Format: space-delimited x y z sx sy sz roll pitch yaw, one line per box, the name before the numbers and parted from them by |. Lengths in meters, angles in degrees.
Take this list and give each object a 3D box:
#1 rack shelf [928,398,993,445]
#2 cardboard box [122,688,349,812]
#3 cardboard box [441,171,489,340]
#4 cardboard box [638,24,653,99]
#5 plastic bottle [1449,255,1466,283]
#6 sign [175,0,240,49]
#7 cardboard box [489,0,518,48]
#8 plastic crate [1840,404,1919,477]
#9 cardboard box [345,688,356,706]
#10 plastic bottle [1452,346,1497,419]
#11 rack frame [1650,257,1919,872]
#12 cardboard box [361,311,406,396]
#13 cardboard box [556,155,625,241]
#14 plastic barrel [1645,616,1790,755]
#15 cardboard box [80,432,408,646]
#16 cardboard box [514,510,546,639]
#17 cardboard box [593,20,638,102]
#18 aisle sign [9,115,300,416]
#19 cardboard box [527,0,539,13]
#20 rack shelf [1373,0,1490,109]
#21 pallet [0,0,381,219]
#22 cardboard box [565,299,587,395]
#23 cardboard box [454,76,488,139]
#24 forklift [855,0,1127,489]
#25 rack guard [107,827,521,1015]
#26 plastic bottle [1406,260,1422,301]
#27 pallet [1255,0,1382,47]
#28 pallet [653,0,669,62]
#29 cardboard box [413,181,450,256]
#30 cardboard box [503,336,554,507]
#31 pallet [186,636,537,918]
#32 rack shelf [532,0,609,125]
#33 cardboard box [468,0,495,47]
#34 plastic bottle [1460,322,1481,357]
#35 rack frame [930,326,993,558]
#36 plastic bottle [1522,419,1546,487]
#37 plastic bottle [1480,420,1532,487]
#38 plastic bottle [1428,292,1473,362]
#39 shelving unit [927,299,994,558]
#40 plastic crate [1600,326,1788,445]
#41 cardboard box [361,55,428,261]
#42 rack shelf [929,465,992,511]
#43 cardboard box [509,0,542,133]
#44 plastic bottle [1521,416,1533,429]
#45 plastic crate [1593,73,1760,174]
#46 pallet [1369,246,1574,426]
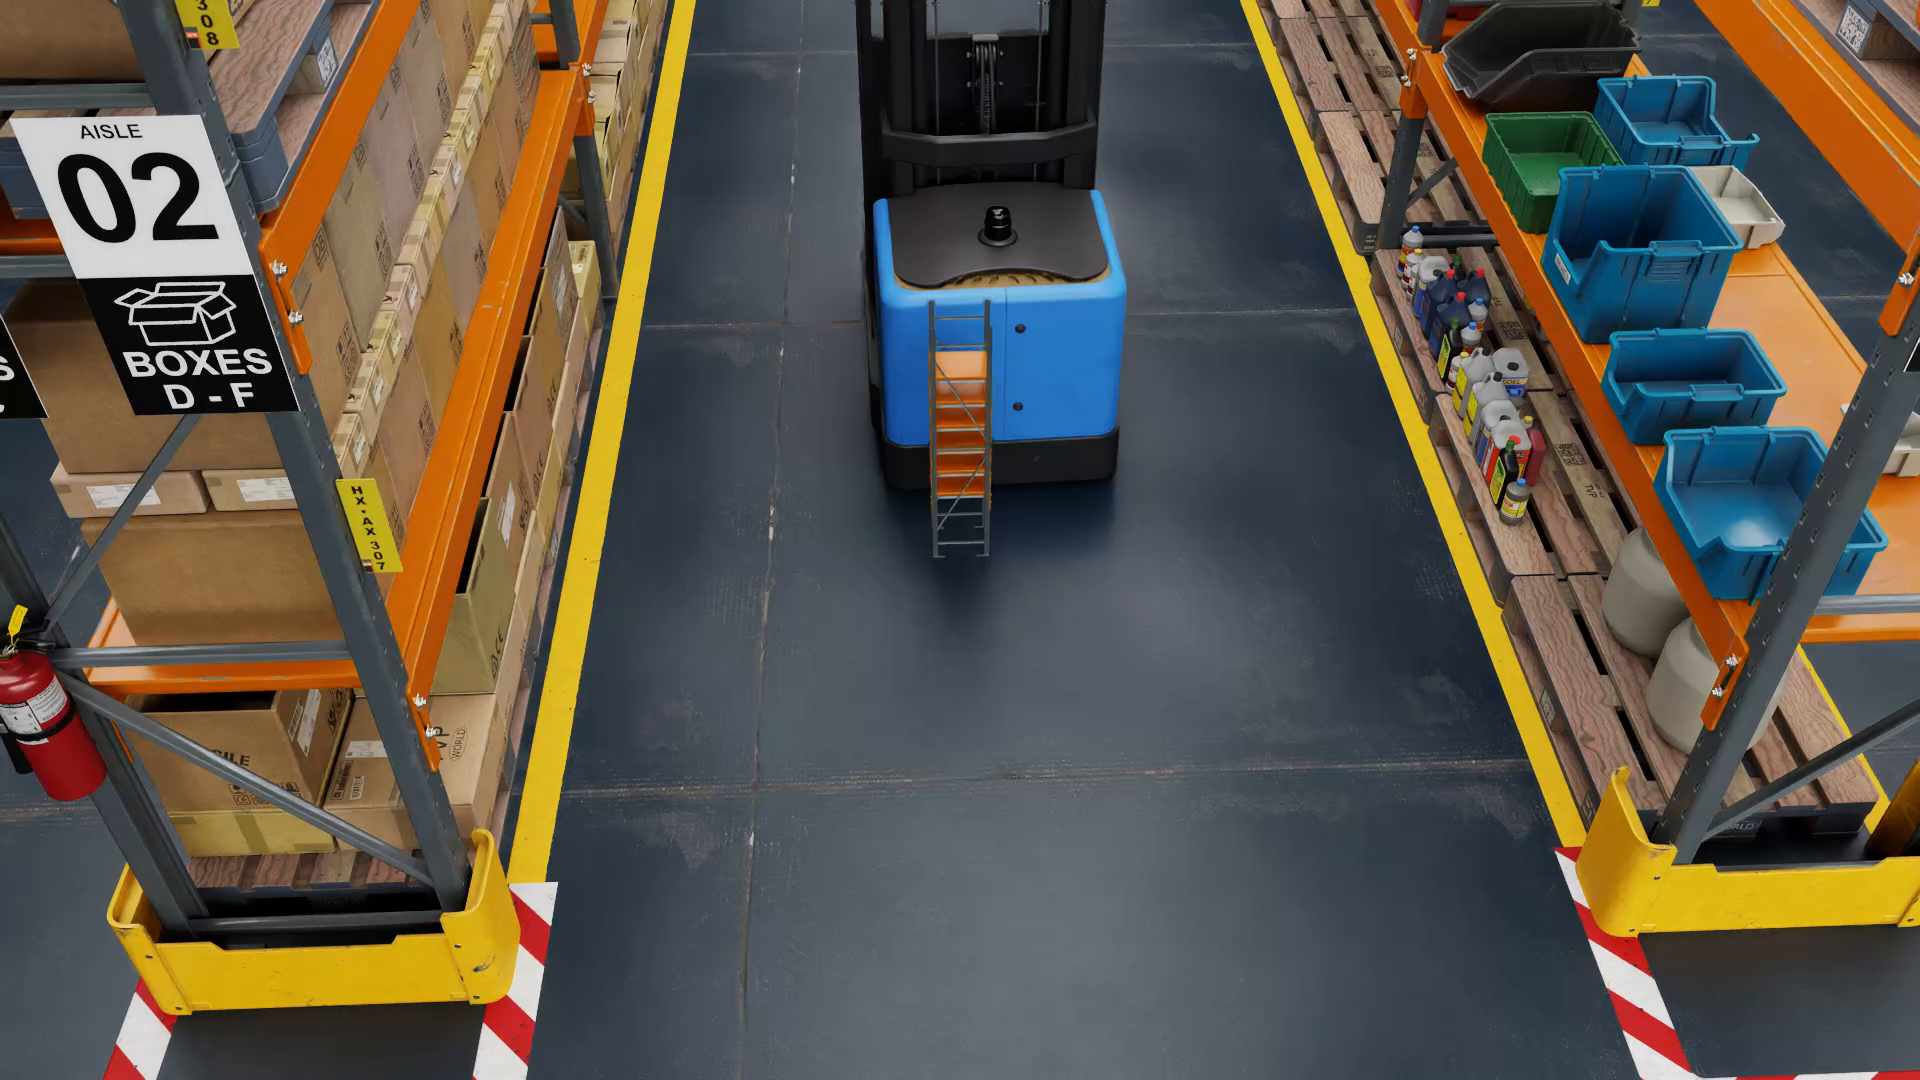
rack shelf | 0.001 -0.488 6.783 0.258 0.103 0.180 -2 43 -2
cardboard box | -2.425 0.554 5.594 0.500 0.500 0.500 -2 43 -2
cardboard box | -2.180 -1.072 6.126 0.700 0.500 0.500 0 43 -1
cardboard box | -2.110 -2.834 9.846 0.500 0.250 0.500 -1 43 -1
plastic bottle | 2.397 -1.234 8.061 0.061 0.283 0.133 -2 43 -2
sign | -1.550 -1.144 3.352 0.100 0.325 0.005 -2 43 -2
cardboard box | -2.027 -2.130 6.800 0.380 0.149 0.250 -3 43 -3
plastic crate | 3.128 -0.330 5.586 0.298 0.136 0.250 -2 43 -2
cardboard box | -2.456 0.494 6.216 0.500 0.250 0.500 -2 43 -2
plastic bottle | 2.320 -0.729 7.460 0.144 0.351 0.185 -2 43 -2
rack frame | 2.844 0.186 4.827 1.000 3.000 0.127 -2 43 -2
cardboard box | -1.929 -0.568 5.096 0.380 0.149 0.250 -1 43 -2
cardboard box | -2.044 -1.795 8.713 0.500 0.250 0.500 -3 43 -3
plastic barrel | 2.740 0.506 6.008 0.421 0.512 0.421 0 43 0
cardboard box | -2.112 -0.027 4.985 0.700 0.500 0.500 -2 43 -2
cardboard box | -1.951 0.141 6.601 0.500 0.250 0.500 -2 43 -2
cardboard box | -2.083 -2.696 9.281 0.500 0.311 0.500 -3 43 -3
aisle sign | -1.796 -0.597 3.758 0.394 0.787 0.004 -2 43 -2
cardboard box | -2.339 -2.651 8.033 0.500 0.250 0.500 1 43 1
rack shelf | 2.589 -3.600 9.489 1.077 0.370 4.000 -2 43 -2
pallet | -2.109 -1.226 4.213 1.003 0.211 1.213 -2 43 -2
cardboard box | -2.025 -0.871 7.705 0.500 0.250 0.500 -2 43 -2
cardboard box | -1.997 -1.616 6.239 0.380 0.149 0.250 -1 43 -1
forklift | 0.067 -2.296 7.585 1.130 2.935 3.031 -3 43 -3
rack guard | -2.104 1.263 5.502 1.175 0.500 0.348 -2 43 -2
plastic bottle | 2.259 -1.280 8.172 0.097 0.201 0.097 0 43 0
pallet | 2.499 -3.663 11.090 1.003 0.211 1.213 -2 43 -2
pallet | -2.449 -3.490 10.902 1.003 0.211 1.213 -2 43 -2
cardboard box | -1.963 -1.091 5.666 0.380 0.149 0.250 -2 43 -2
cardboard box | -1.966 -0.473 6.716 0.500 0.500 0.500 -2 43 -2
pallet | -2.179 0.838 6.179 1.003 0.211 1.213 -2 43 -2
rack shelf | -2.360 -3.460 9.337 1.077 0.370 4.000 -2 43 -2
cardboard box | -2.227 -2.250 6.450 0.700 0.500 0.500 -2 43 -2
plastic bottle | 2.346 -0.888 7.693 0.097 0.271 0.097 0 43 0
rack frame | 0.005 -0.371 6.767 0.240 1.200 0.006 -2 43 -2
plastic bottle | 2.451 -0.377 7.126 0.061 0.283 0.133 -2 43 -2
plastic bottle | 2.345 -0.370 7.124 0.152 0.276 0.135 -1 43 -1
plastic bottle | 2.302 -1.016 7.773 0.144 0.351 0.185 -3 43 -4
shelving unit | 0.001 -0.433 6.834 0.258 1.200 0.189 -2 43 -2
plastic crate | 2.502 -0.527 5.715 0.499 0.251 0.408 -2 43 -2
cardboard box | -2.164 -1.236 5.344 0.700 0.500 0.500 -1 43 -2
rack shelf | 0.001 -0.223 7.026 0.258 0.103 0.180 -2 43 -2
cardboard box | -2.250 -2.112 7.261 0.700 0.500 0.500 -3 43 -3
plastic bottle | 2.463 -0.453 7.269 0.097 0.201 0.097 0 43 0
plastic crate | 2.993 -1.720 7.017 0.499 0.251 0.616 -2 43 -2
pallet | 2.661 -1.032 8.220 1.003 0.211 1.213 -2 43 -2
